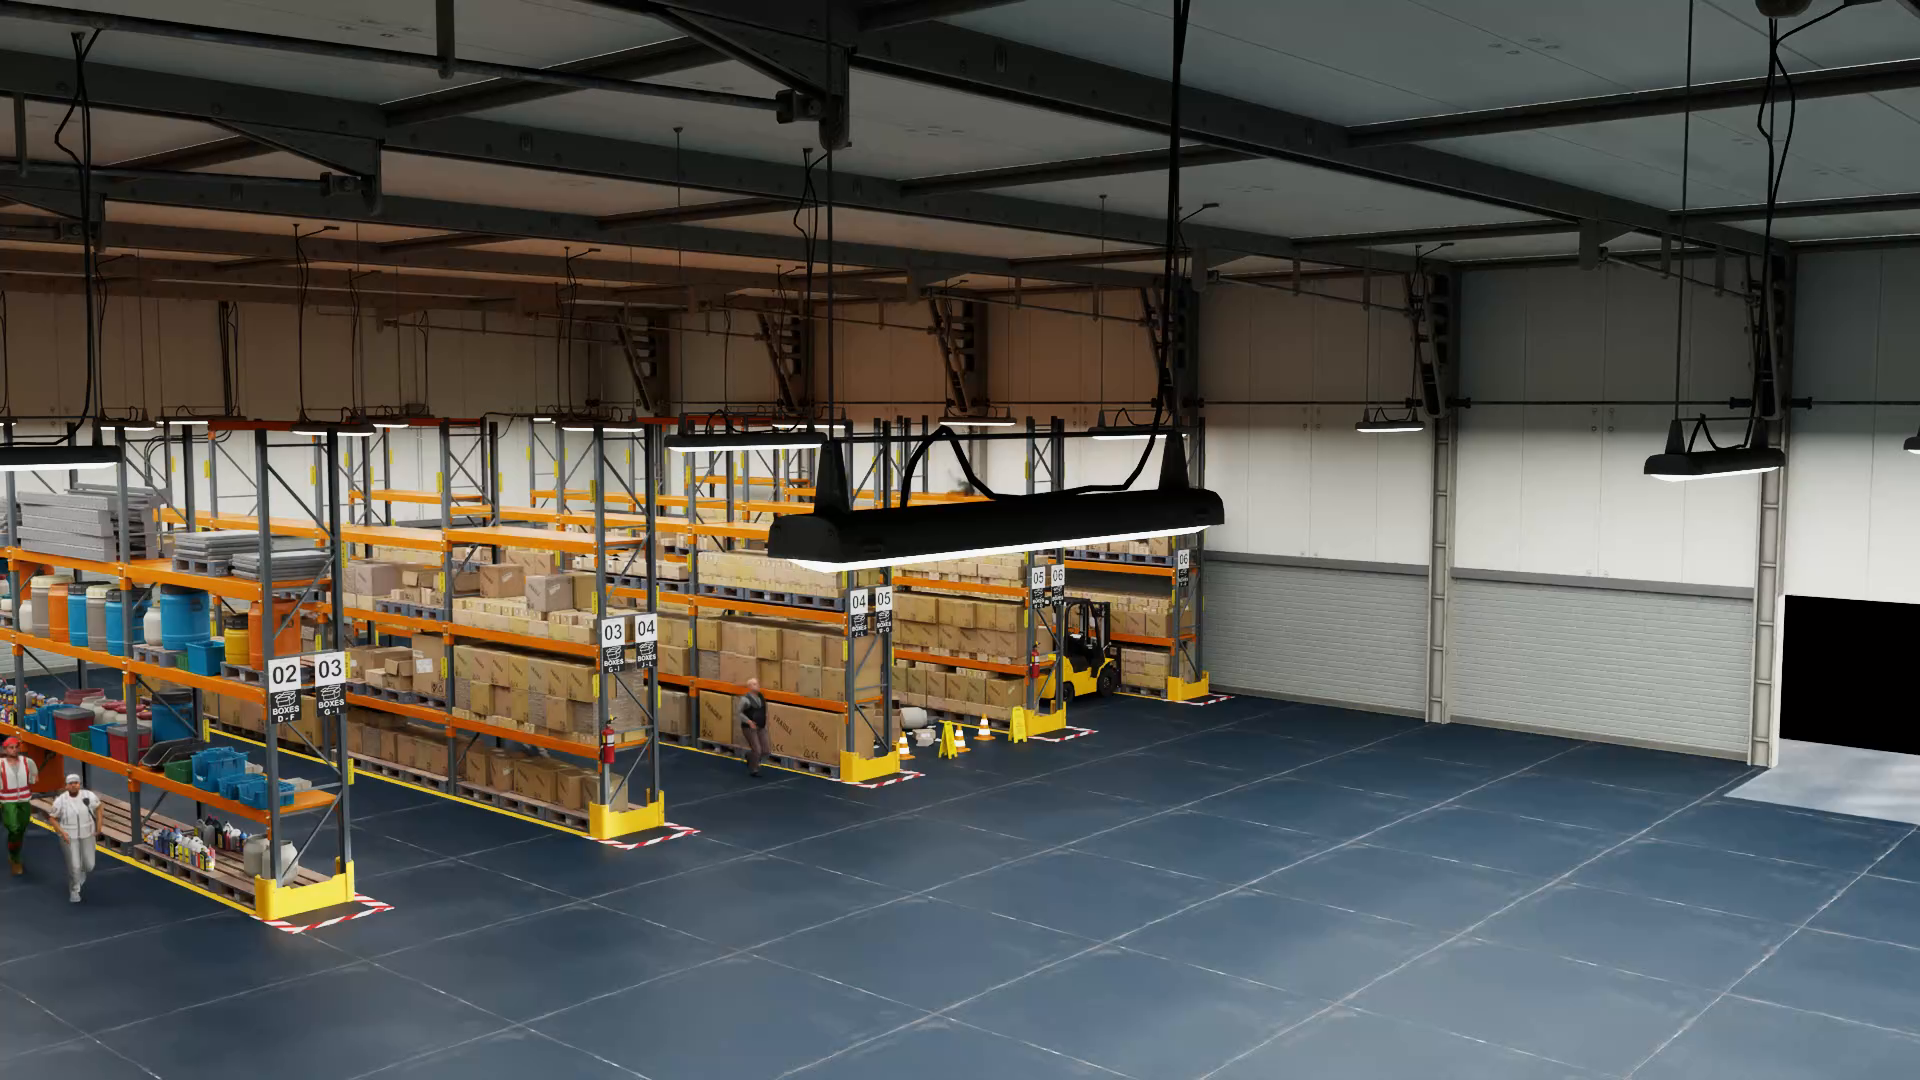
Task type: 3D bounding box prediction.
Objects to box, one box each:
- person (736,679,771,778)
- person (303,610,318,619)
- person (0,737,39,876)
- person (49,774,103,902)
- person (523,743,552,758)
[{"bbox_3d":[-3.488,3.164,28.021,0.580,1.677,0.644,4,6,40],"label":"person"},{"bbox_3d":[-14.810,2.307,37.949,0.706,1.780,0.869,1,5,8],"label":"person"},{"bbox_3d":[-12.753,3.573,22.440,0.735,1.844,0.631,4,6,38],"label":"person"},{"bbox_3d":[-11.238,3.774,21.186,0.622,1.614,0.591,-3,6,-35],"label":"person"},{"bbox_3d":[-7.540,2.983,29.633,0.901,1.789,0.669,4,6,40],"label":"person"}]
